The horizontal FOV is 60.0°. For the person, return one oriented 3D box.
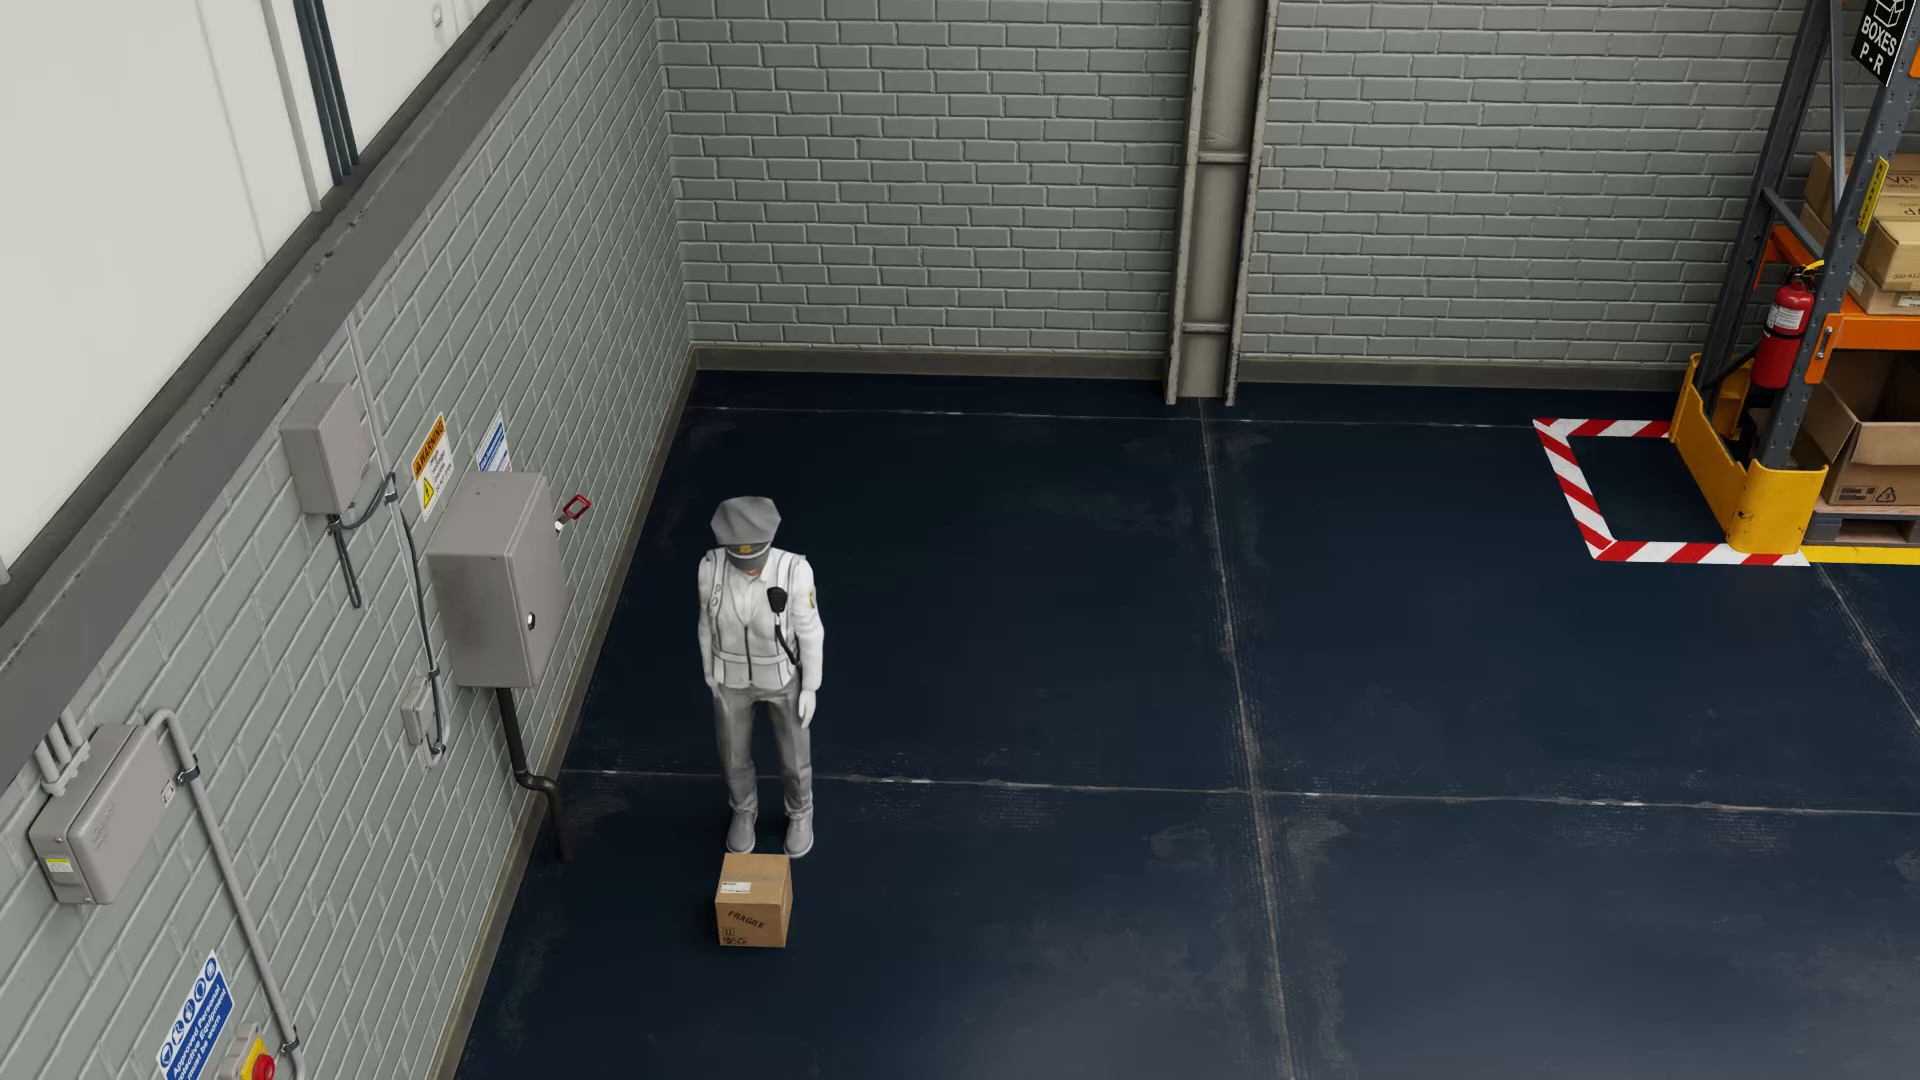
[{"bbox_3d":[-0.751,0.644,6.456,0.479,1.401,0.328,2,36,3],"label":"person"}]
